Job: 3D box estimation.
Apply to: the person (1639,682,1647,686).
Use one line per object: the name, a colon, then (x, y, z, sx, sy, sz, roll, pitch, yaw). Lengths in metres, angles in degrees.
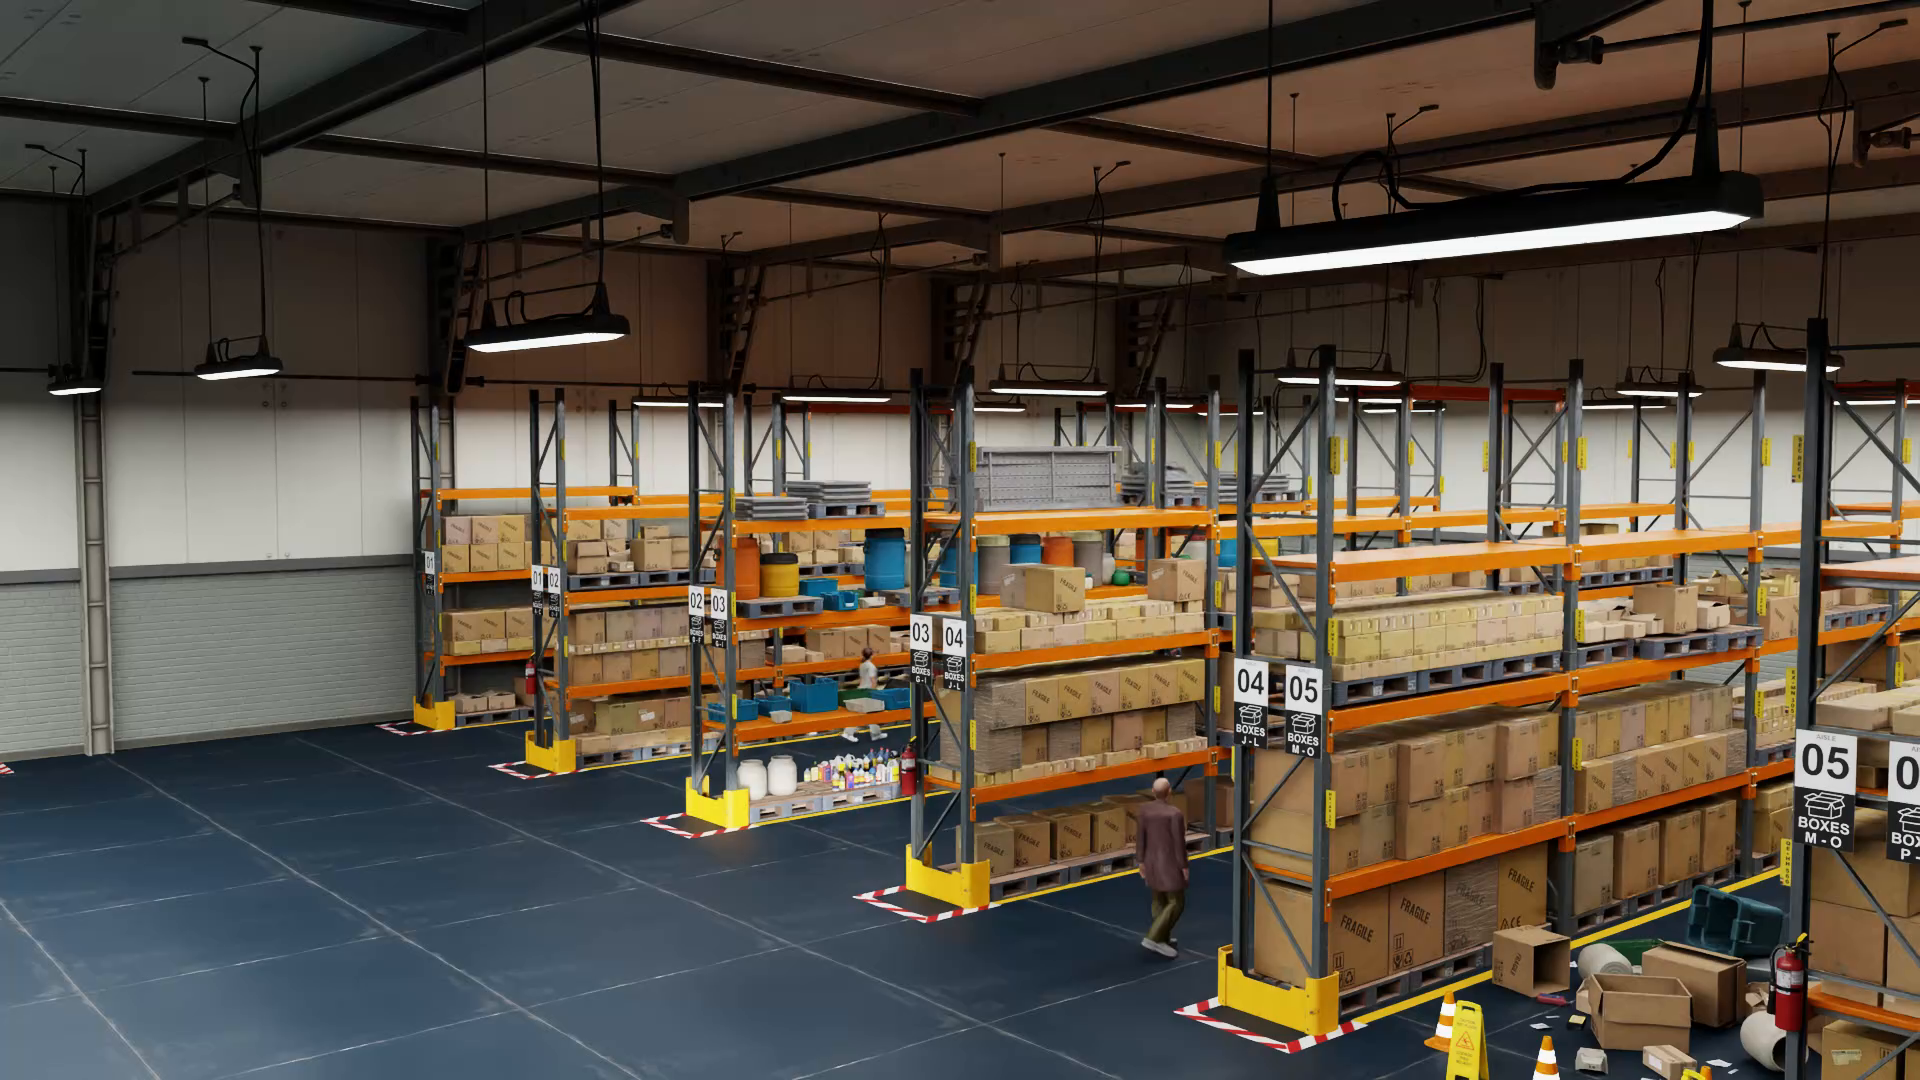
person: (10.051, 2.893, 24.373, 1.033, 1.627, 0.423, -3, 5, -43)

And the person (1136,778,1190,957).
person: (2.029, 3.288, 16.800, 0.605, 1.776, 0.592, -3, 4, -38)

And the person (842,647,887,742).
person: (-1.618, 2.654, 28.536, 0.918, 1.646, 0.505, -1, 4, -23)

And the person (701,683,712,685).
person: (-4.672, 2.516, 30.941, 0.466, 1.687, 0.690, 2, 4, 28)
